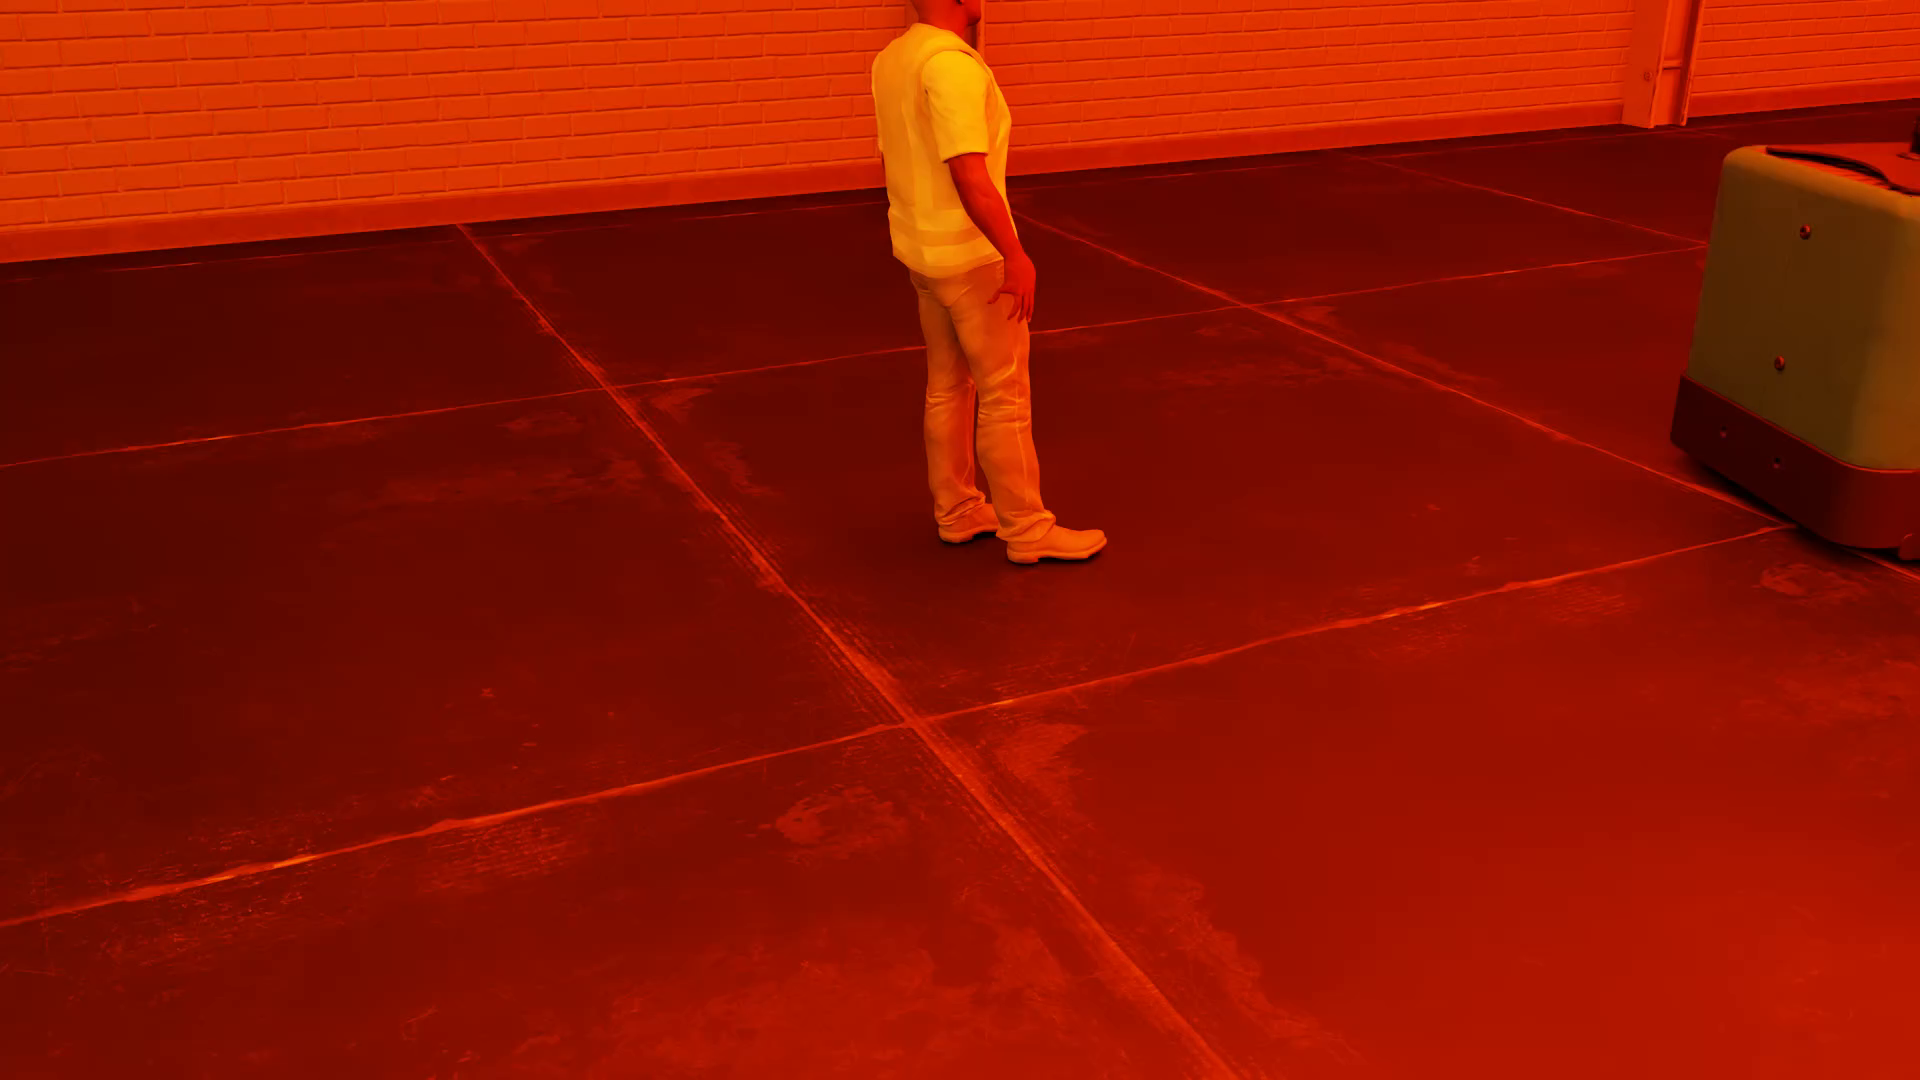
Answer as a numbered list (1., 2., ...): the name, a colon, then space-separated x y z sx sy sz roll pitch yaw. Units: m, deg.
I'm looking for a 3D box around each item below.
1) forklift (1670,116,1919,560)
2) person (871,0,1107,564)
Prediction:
1. forklift: 4.006 -1.530 4.968 3.031 2.935 1.130 -3 23 -7
2. person: 0.065 -0.831 4.787 0.577 1.765 0.665 -10 25 -23
